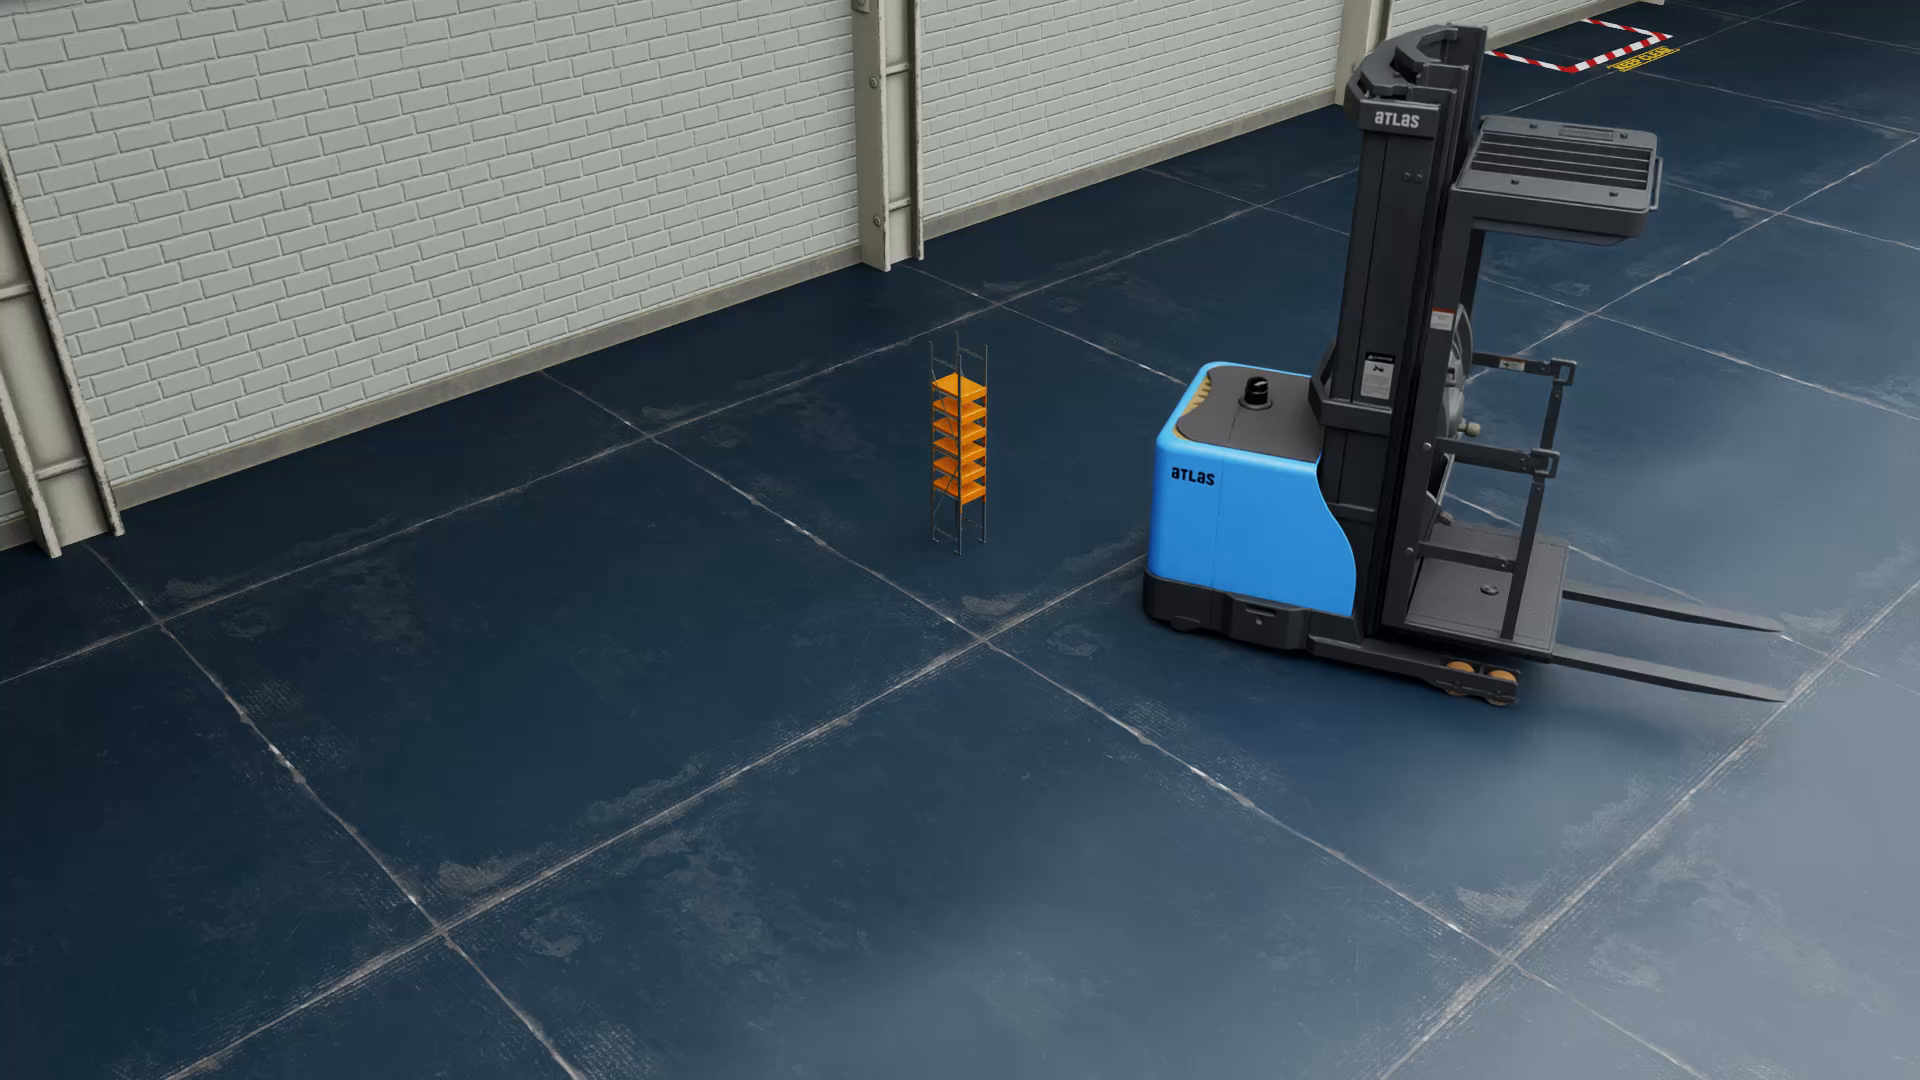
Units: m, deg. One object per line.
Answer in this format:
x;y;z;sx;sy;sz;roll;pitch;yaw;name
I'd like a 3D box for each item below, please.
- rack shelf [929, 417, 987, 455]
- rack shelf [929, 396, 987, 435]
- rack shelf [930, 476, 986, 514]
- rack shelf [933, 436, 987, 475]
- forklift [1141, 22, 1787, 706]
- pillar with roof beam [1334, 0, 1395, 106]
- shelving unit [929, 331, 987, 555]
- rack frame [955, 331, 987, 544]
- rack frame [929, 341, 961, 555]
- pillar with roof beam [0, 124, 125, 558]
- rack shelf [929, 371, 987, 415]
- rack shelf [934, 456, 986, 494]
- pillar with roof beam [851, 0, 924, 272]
-0.011;-0.571;8.889;0.180;0.103;0.258;-26;40;-35;rack shelf
-0.011;-0.674;8.827;0.180;0.103;0.258;-26;40;-35;rack shelf
-0.011;-0.264;9.077;0.180;0.103;0.258;-26;40;-35;rack shelf
-0.011;-0.469;8.952;0.180;0.103;0.258;-26;40;-35;rack shelf
2.503;-0.774;7.706;3.031;2.935;1.130;12;33;18;forklift
6.803;-6.476;11.215;0.400;9.000;9.100;-26;40;-35;pillar with roof beam
-0.011;-0.507;8.929;0.189;1.200;0.258;-26;40;-35;shelving unit
0.056;-0.539;8.982;0.006;1.200;0.240;-26;40;-35;rack frame
-0.078;-0.474;8.876;0.006;1.200;0.240;-26;40;-35;rack frame
-1.996;-2.220;4.254;0.400;9.000;9.100;-26;40;-35;pillar with roof beam
-0.011;-0.776;8.764;0.180;0.103;0.258;-26;40;-35;rack shelf
-0.011;-0.366;9.014;0.180;0.103;0.258;-26;40;-35;rack shelf
2.403;-4.348;7.734;0.400;9.000;9.100;-26;40;-35;pillar with roof beam
